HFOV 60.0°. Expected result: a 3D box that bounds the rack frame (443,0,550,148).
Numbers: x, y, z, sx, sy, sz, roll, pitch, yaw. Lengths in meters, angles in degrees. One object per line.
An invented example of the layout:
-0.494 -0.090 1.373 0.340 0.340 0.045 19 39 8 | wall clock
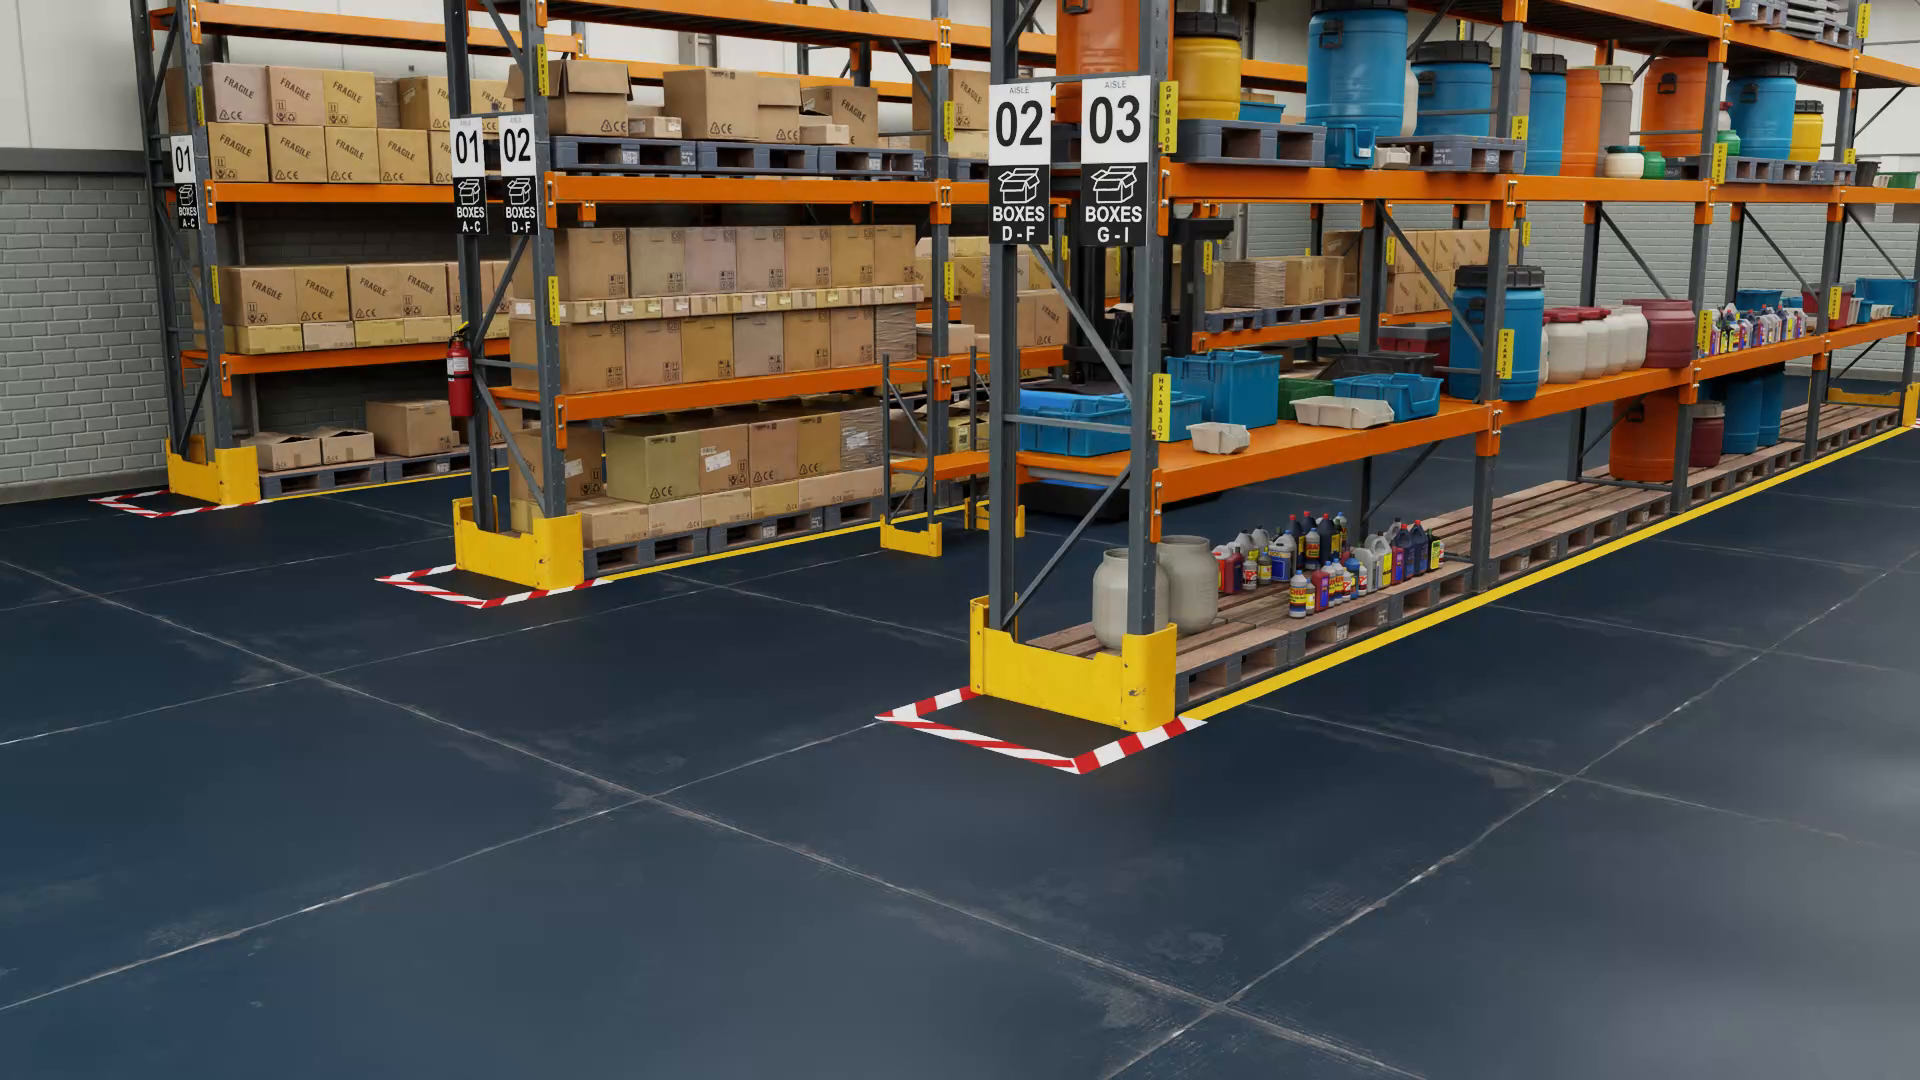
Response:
-3.151 -4.164 11.085 1.000 3.000 0.127 10 15 40 | rack frame

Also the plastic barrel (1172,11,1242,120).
1.224 -2.535 9.032 0.600 0.588 0.600 0 11 0 | plastic barrel

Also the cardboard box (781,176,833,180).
-1.867 -4.335 19.777 0.500 0.311 0.500 10 15 40 | cardboard box

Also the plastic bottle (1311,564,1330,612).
2.161 0.278 9.975 0.061 0.283 0.133 10 15 41 | plastic bottle

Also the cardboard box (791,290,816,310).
-1.369 -1.924 13.272 0.380 0.149 0.250 10 15 42 | cardboard box

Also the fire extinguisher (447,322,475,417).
-3.578 -1.227 11.894 0.296 0.674 0.183 10 15 40 | fire extinguisher

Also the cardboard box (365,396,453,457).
-5.453 -1.128 16.458 0.700 0.500 0.500 9 14 37 | cardboard box

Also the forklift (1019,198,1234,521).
1.730 -1.830 14.889 1.130 2.935 3.031 9 15 40 | forklift

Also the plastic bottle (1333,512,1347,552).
2.668 -0.057 11.683 0.097 0.271 0.097 0 11 0 | plastic bottle

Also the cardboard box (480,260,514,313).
-4.640 -2.571 16.842 0.500 0.500 0.500 10 15 40 | cardboard box

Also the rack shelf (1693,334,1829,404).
7.168 -1.700 15.900 1.077 0.370 4.000 10 15 40 | rack shelf

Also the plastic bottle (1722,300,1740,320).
7.986 -2.307 17.228 0.144 0.351 0.185 10 15 40 | plastic bottle

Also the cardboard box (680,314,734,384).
-2.159 -1.489 12.750 0.700 0.500 0.500 10 15 41 | cardboard box

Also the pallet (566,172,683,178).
-3.747 -3.907 17.933 1.213 0.211 1.003 10 15 40 | pallet

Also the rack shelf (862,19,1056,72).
0.809 -4.498 15.614 1.077 0.370 4.000 10 15 40 | rack shelf

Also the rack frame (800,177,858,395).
-1.594 -3.039 20.769 1.000 3.000 0.127 10 15 40 | rack frame

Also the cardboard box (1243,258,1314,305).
3.650 -2.975 19.120 0.700 0.500 0.500 6 13 26 | cardboard box

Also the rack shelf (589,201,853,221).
-2.914 -3.863 19.073 1.077 0.370 4.000 10 15 40 | rack shelf

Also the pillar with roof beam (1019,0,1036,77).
4.092 -6.228 21.417 9.100 9.000 0.400 10 15 40 | pillar with roof beam

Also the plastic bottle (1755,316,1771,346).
7.655 -2.004 15.905 0.152 0.276 0.135 10 15 40 | plastic bottle

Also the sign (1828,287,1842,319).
8.900 -2.411 16.918 0.100 0.325 0.005 10 15 40 | sign

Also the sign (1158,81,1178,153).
0.977 -1.985 7.809 0.100 0.325 0.005 10 15 40 | sign

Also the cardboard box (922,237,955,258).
-0.419 -3.798 21.590 0.500 0.250 0.500 10 15 41 | cardboard box

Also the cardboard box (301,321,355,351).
-5.982 -1.907 15.435 0.500 0.250 0.500 9 15 39 | cardboard box

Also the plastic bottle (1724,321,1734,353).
6.957 -1.839 15.057 0.061 0.283 0.133 10 15 40 | plastic bottle

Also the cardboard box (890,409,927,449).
-0.459 -1.040 15.276 0.500 0.311 0.500 10 15 40 | cardboard box

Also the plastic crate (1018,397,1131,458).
0.672 -0.621 9.040 0.499 0.251 0.616 10 15 40 | plastic crate

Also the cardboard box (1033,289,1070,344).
1.034 -2.199 16.309 0.500 0.500 0.500 9 14 37 | cardboard box

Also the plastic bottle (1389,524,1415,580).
2.872 0.074 10.824 0.144 0.351 0.185 9 14 38 | plastic bottle

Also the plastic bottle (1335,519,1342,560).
2.555 0.001 11.358 0.061 0.283 0.133 10 15 40 | plastic bottle

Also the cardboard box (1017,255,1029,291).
0.602 -3.656 22.790 0.500 0.500 0.500 10 15 41 | cardboard box

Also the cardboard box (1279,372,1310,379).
3.661 -1.648 19.061 0.500 0.500 0.500 9 14 38 | cardboard box

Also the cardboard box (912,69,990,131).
-0.074 -3.868 14.654 0.500 0.500 0.500 10 15 41 | cardboard box

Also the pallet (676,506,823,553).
-1.873 -0.152 13.431 1.003 0.211 1.213 10 15 40 | pallet

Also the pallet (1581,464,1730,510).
6.337 -0.512 15.237 1.003 0.211 1.213 10 15 40 | pallet

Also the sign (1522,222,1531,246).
7.814 -4.224 22.940 0.100 0.325 0.005 10 15 40 | sign

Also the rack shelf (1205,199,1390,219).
3.450 -3.812 18.815 1.077 0.370 4.000 10 15 40 | rack shelf

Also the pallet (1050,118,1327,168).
1.186 -2.069 8.734 1.003 0.211 1.213 10 15 40 | pallet

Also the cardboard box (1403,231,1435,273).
5.632 -3.636 20.950 0.500 0.500 0.500 9 15 39 | cardboard box

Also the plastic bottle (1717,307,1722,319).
7.838 -2.271 17.222 0.061 0.283 0.133 10 15 40 | plastic bottle

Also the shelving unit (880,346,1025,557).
-0.050 -0.724 13.008 0.587 1.500 1.083 10 15 40 | shelving unit

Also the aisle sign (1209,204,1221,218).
3.960 -5.463 26.267 0.394 0.787 0.004 10 15 40 | aisle sign

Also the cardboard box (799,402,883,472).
-0.992 -0.868 13.930 0.500 0.500 0.500 10 15 40 | cardboard box

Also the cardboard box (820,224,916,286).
-0.799 -2.430 14.151 0.700 0.500 0.500 10 15 41 | cardboard box

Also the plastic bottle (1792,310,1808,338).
8.471 -2.186 16.815 0.152 0.276 0.135 10 15 40 | plastic bottle

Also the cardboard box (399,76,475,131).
-5.052 -4.202 16.073 0.500 0.500 0.500 9 14 38 | cardboard box

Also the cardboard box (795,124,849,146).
-1.102 -3.220 13.230 0.380 0.149 0.250 10 15 40 | cardboard box

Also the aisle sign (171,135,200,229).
-6.697 -3.088 14.375 0.394 0.787 0.004 10 15 40 | aisle sign

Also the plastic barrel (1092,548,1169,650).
0.944 0.326 9.200 0.421 0.512 0.421 0 11 0 | plastic barrel

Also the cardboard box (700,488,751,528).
-1.973 -0.278 12.891 0.500 0.250 0.500 10 15 40 | cardboard box

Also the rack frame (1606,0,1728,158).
5.848 -4.700 13.769 1.000 3.000 0.127 10 15 40 | rack frame

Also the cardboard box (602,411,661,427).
-3.761 -1.551 18.578 0.700 0.500 0.500 10 15 42 | cardboard box

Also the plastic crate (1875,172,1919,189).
10.692 -4.120 19.065 0.450 0.188 0.336 10 15 40 | plastic crate

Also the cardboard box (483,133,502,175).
-4.726 -3.802 16.621 0.500 0.500 0.500 8 14 36 | cardboard box
